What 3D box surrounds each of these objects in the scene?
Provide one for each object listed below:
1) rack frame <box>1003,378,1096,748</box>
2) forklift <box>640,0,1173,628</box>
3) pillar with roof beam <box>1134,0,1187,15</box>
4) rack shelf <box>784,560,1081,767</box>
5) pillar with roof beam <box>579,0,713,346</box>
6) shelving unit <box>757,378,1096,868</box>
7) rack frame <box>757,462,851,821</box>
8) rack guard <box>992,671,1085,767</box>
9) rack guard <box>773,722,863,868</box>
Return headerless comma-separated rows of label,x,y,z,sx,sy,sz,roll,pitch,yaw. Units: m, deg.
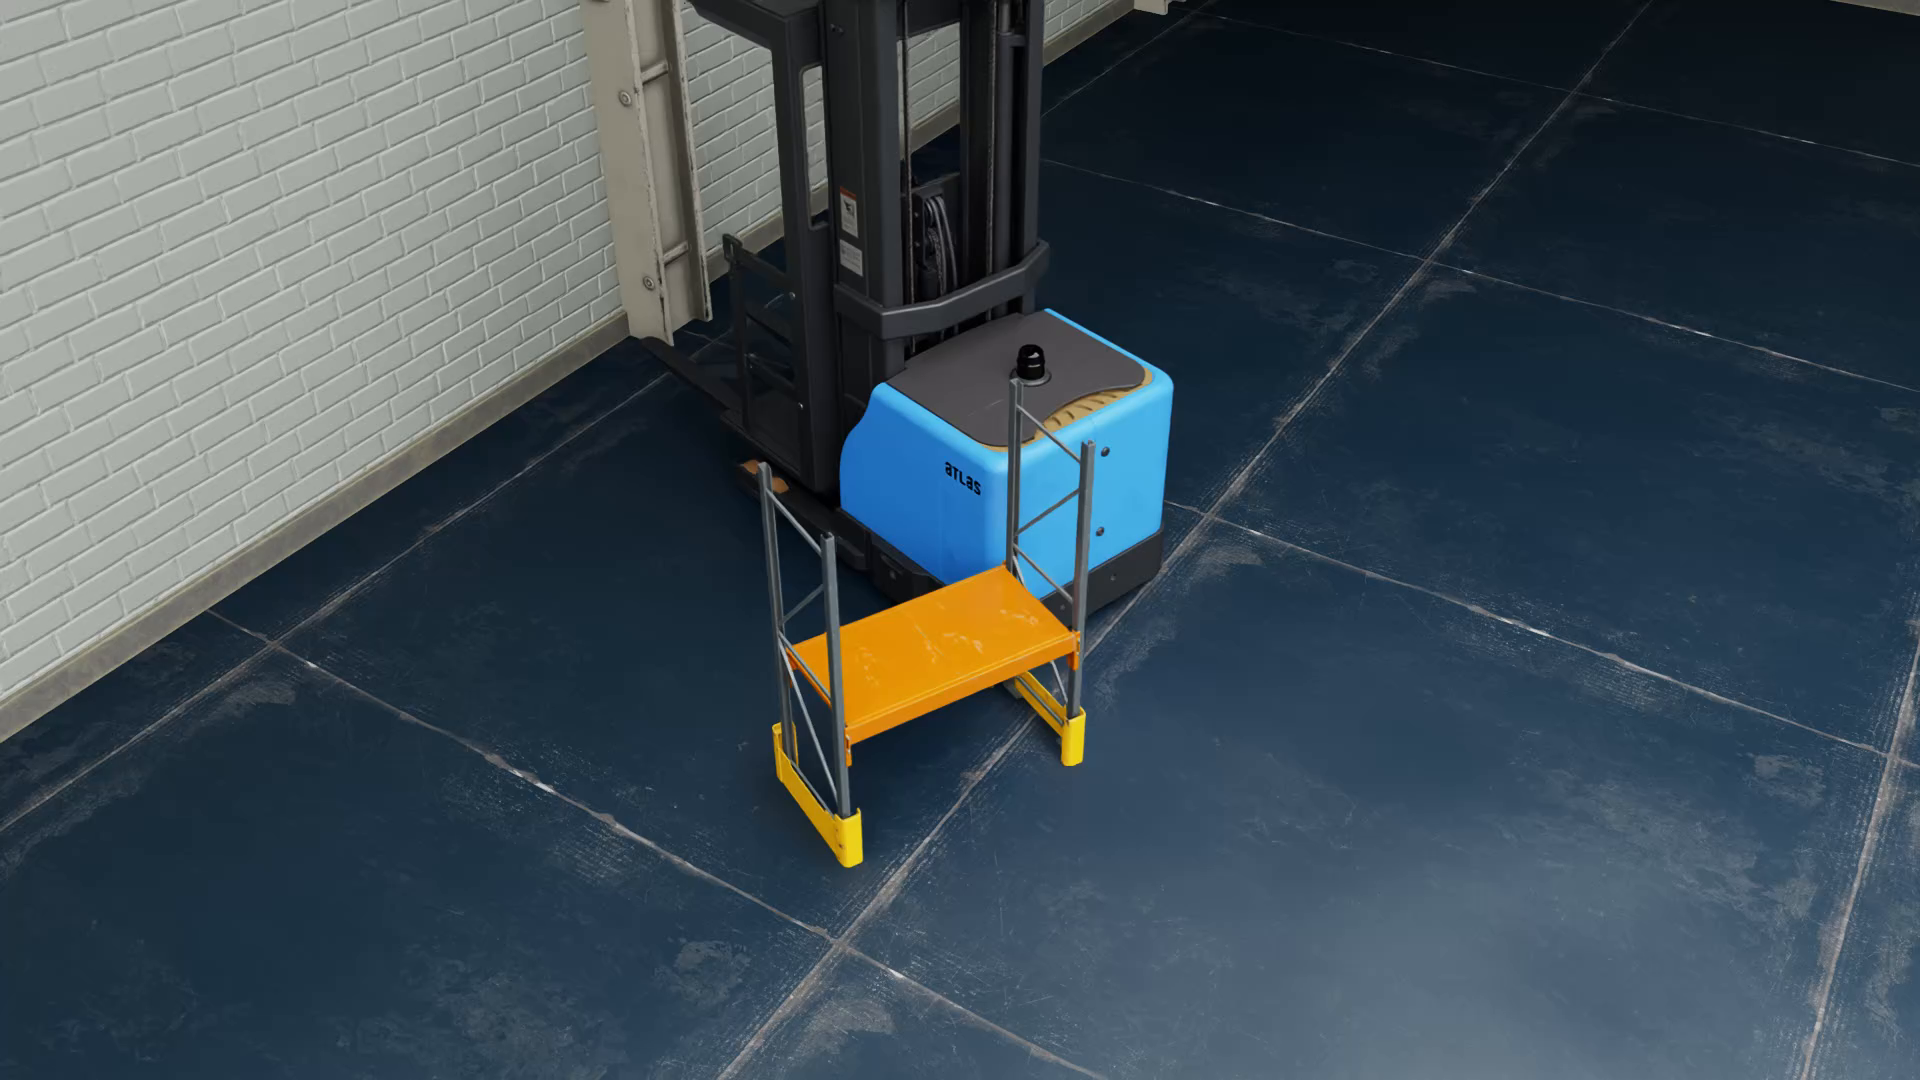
rack frame,0.324,0.138,6.342,0.032,1.500,0.500,-21,42,-24
forklift,-0.442,-1.472,7.259,1.130,2.935,3.031,-28,46,-31
pillar with roof beam,5.225,-6.450,8.747,9.100,9.000,0.400,21,42,25
rack shelf,-0.109,0.443,6.242,1.000,0.185,0.538,-21,42,-24
pillar with roof beam,2.011,-3.357,4.735,9.100,9.000,0.400,21,42,25
shelving unit,-0.117,0.303,6.128,1.083,1.500,0.587,-21,42,-24
rack frame,-0.543,0.462,5.922,0.032,1.500,0.500,-21,42,-24
rack guard,0.308,0.639,6.716,0.087,0.250,0.587,-21,42,-24
rack guard,-0.542,0.957,6.304,0.087,0.250,0.587,-21,42,-24
